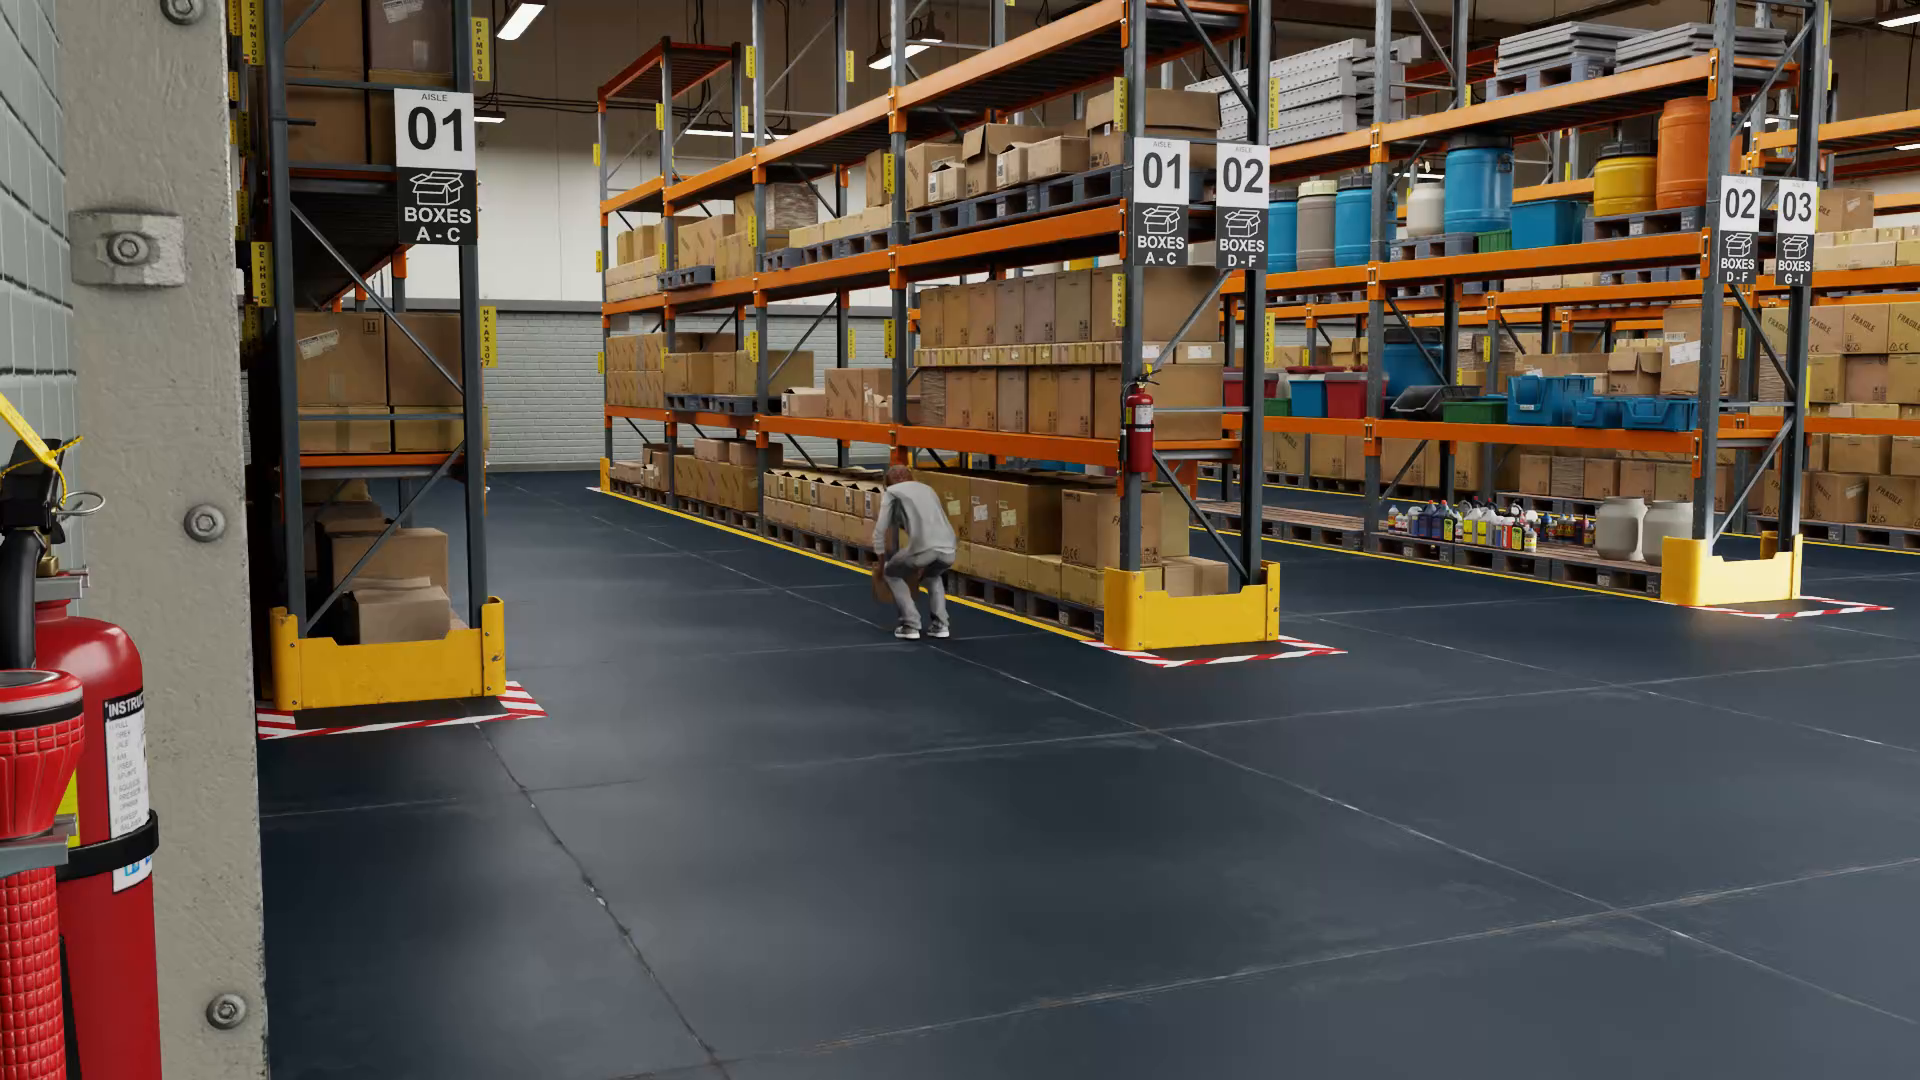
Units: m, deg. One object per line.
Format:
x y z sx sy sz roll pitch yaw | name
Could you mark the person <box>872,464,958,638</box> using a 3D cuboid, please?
-0.303 0.081 10.993 0.464 1.136 0.730 -2 6 -24 | person
